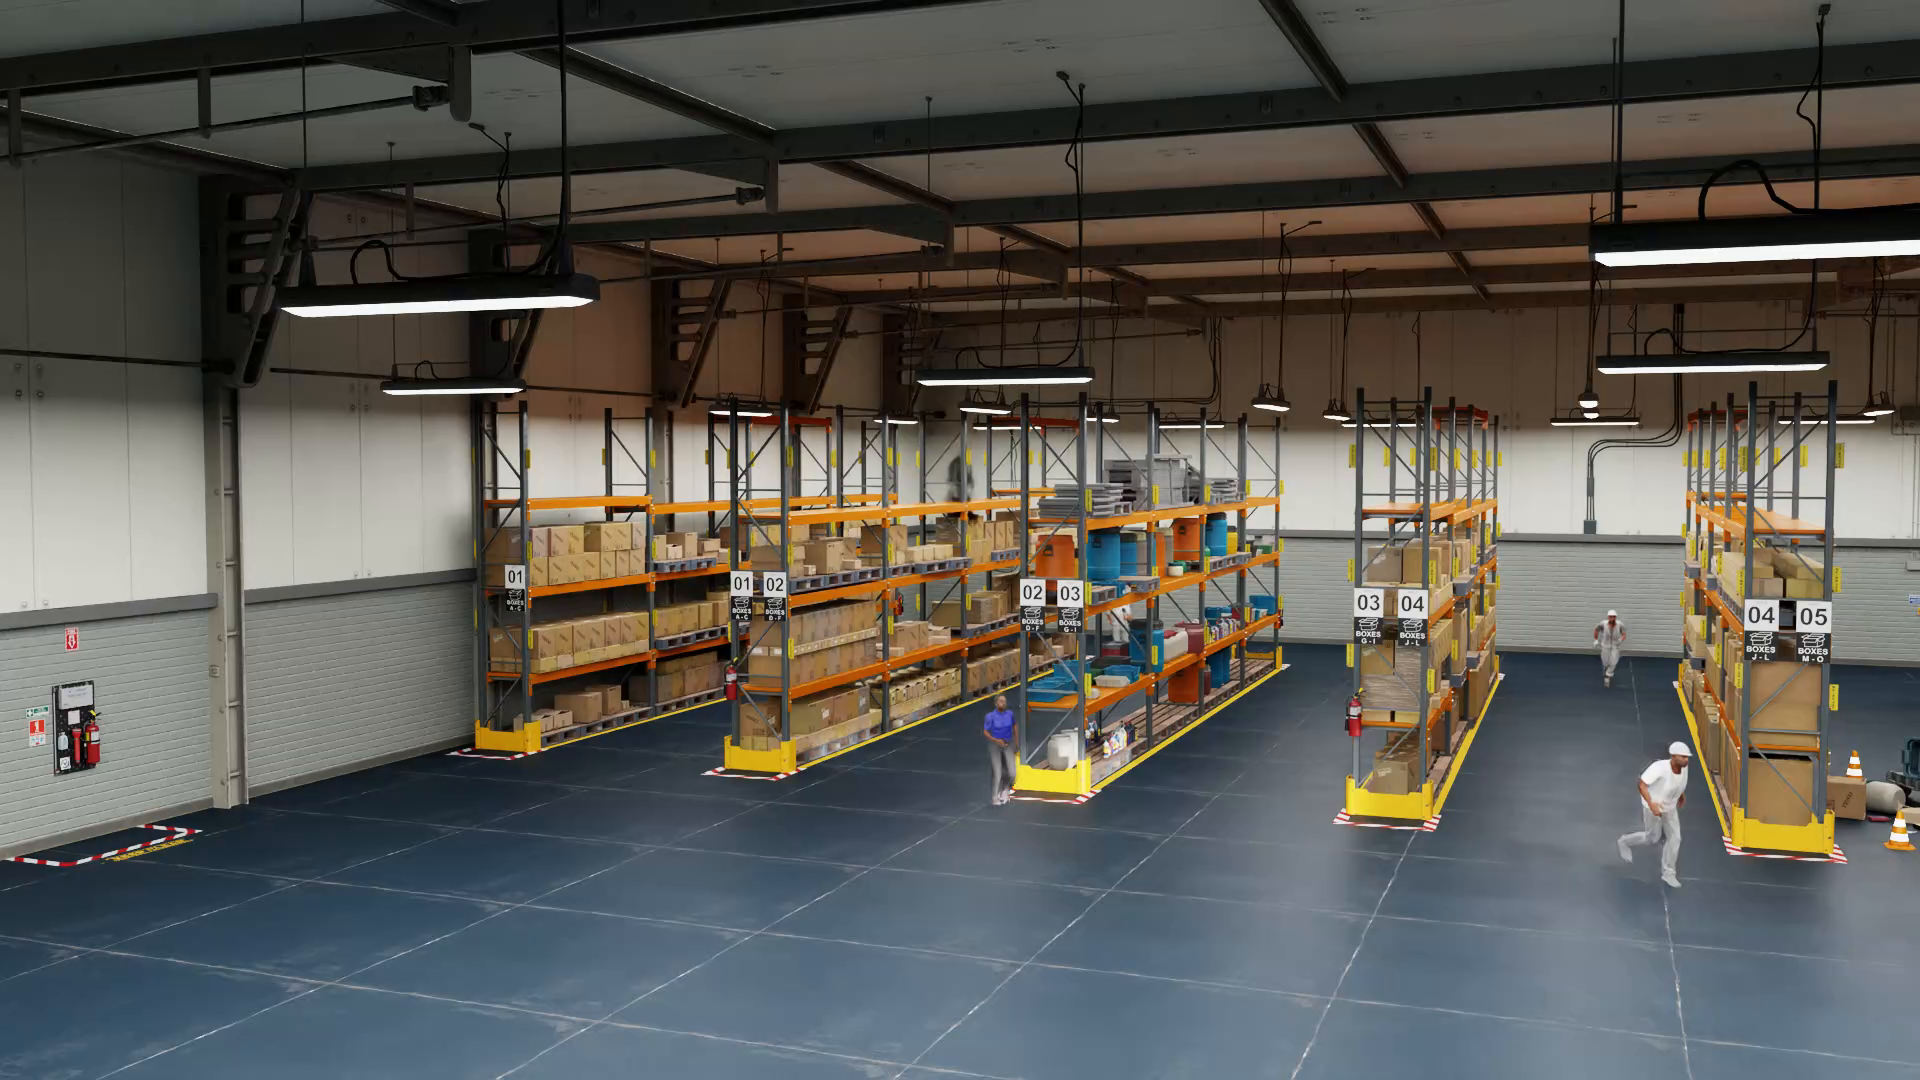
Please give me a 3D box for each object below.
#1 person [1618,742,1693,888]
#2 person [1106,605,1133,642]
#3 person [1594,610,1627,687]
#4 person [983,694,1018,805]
[{"bbox_3d":[8.297,3.210,19.833,0.717,1.712,1.013,-2,3,-29],"label":"person"},{"bbox_3d":[3.865,2.187,40.332,0.657,1.831,0.714,0,3,8],"label":"person"},{"bbox_3d":[14.319,2.353,36.612,0.653,1.643,0.697,1,3,11],"label":"person"},{"bbox_3d":[0.626,3.018,23.929,0.613,1.615,0.592,-1,3,-24],"label":"person"}]
